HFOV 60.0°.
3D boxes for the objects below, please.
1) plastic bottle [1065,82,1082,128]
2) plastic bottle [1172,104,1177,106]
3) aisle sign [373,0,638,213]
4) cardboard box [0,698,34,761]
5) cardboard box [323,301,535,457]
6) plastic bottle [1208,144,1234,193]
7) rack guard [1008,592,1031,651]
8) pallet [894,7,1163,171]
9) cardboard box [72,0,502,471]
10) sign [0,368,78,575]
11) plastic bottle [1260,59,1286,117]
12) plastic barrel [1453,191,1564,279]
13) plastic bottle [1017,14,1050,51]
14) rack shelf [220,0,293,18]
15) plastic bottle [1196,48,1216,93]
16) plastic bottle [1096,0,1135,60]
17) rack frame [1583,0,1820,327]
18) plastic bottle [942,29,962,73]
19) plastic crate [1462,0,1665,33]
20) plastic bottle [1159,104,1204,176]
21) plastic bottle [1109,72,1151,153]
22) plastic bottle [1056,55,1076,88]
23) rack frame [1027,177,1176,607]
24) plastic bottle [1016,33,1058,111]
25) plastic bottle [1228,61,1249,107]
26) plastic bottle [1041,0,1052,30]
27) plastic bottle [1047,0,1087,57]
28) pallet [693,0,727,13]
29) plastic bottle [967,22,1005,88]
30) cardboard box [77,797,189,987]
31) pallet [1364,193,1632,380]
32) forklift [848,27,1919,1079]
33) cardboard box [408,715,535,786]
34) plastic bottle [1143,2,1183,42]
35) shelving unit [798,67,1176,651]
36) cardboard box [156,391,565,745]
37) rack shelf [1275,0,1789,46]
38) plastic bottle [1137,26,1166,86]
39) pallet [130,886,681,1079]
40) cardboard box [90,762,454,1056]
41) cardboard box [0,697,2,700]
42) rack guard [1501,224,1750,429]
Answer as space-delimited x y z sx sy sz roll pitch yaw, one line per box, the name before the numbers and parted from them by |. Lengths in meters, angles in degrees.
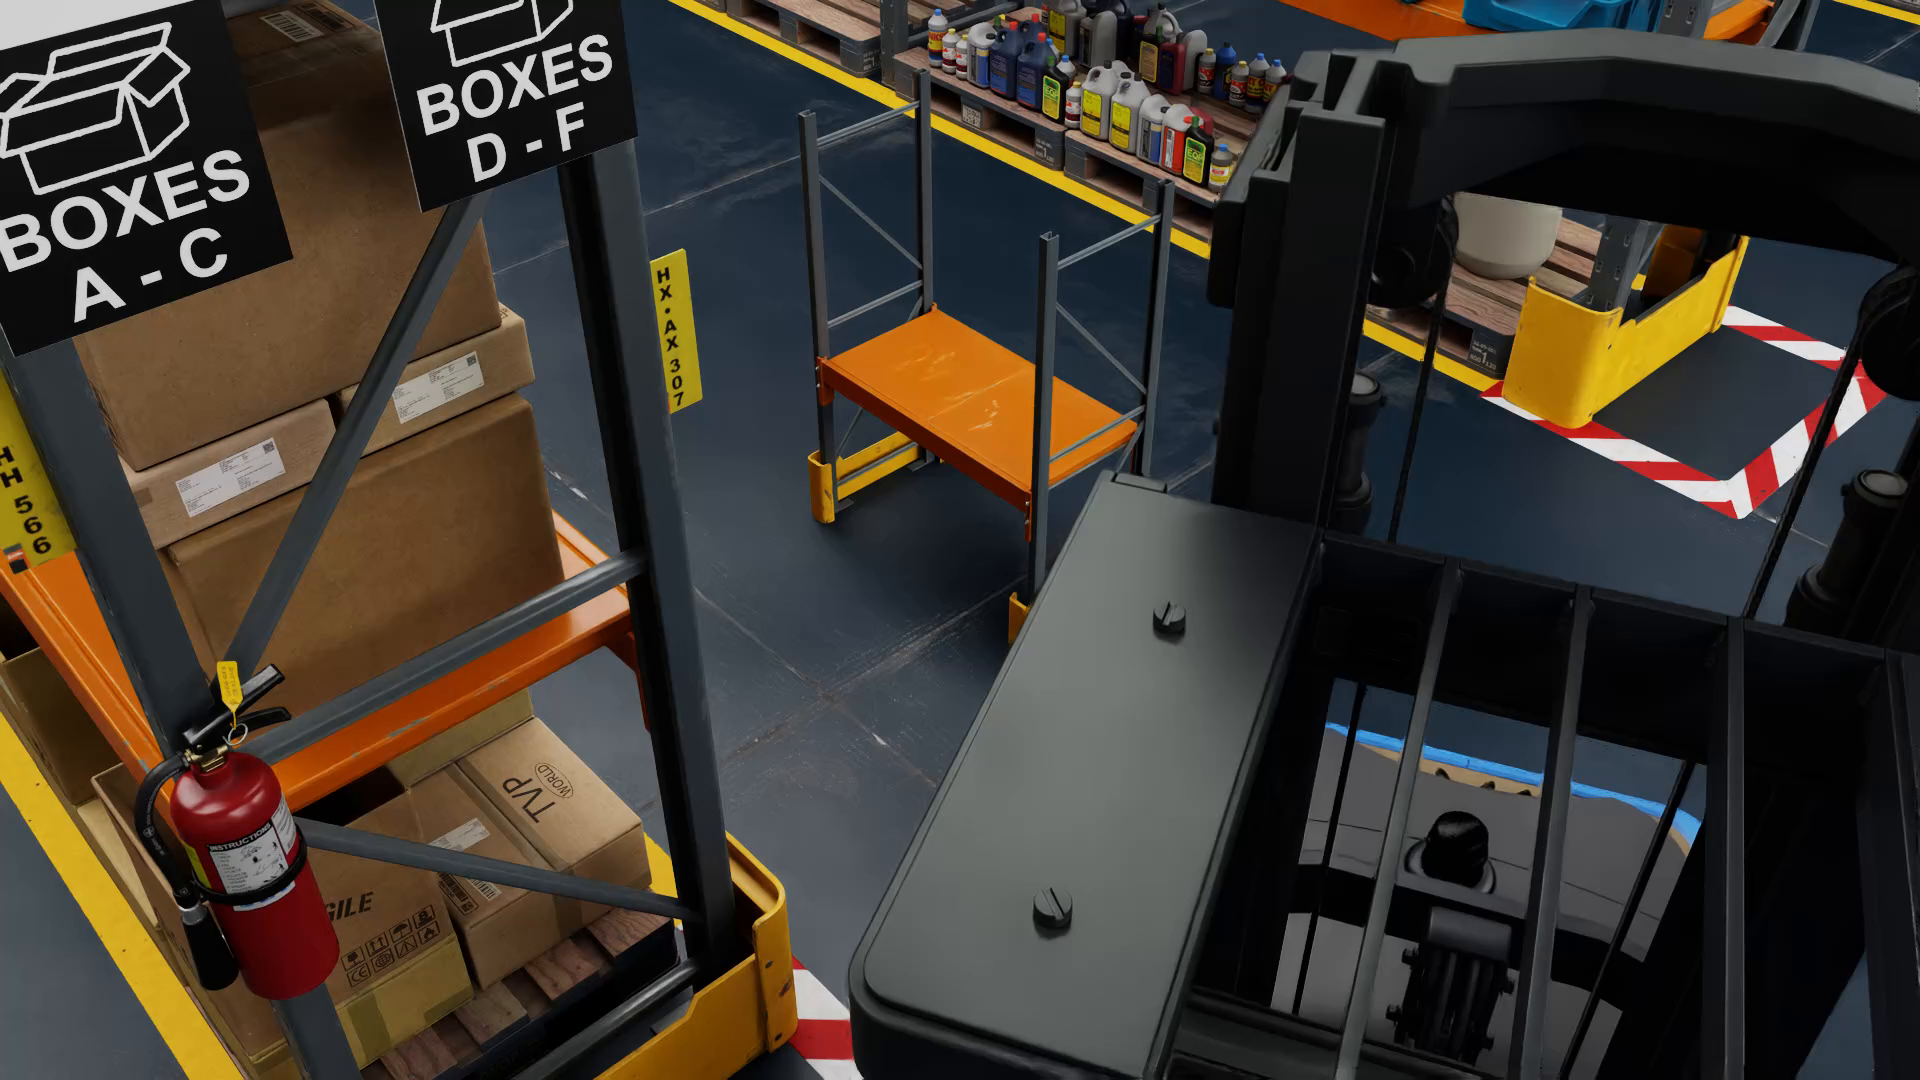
plastic bottle | 0.541 -2.037 7.762 0.097 0.201 0.097 0 39 0
plastic bottle | 0.974 -1.882 7.569 0.097 0.201 0.097 0 39 0
aisle sign | -0.677 -0.889 2.395 0.394 0.787 0.004 -30 48 -32
cardboard box | -2.551 0.317 4.825 0.500 0.250 0.500 -30 48 -32
cardboard box | -1.054 -0.342 3.191 0.380 0.149 0.250 -30 48 -32
plastic bottle | 1.139 -1.627 7.255 0.097 0.201 0.097 0 39 0
rack guard | 0.388 0.169 5.342 0.587 0.250 0.087 -30 48 -32
pallet | 0.422 -2.319 8.453 1.003 0.211 1.213 -30 48 -32
cardboard box | -1.289 -0.568 2.953 0.700 0.500 0.500 -30 48 -32
sign | -1.356 -0.096 2.372 0.100 0.325 0.005 -30 48 -32
plastic bottle | 1.475 -2.121 7.810 0.097 0.271 0.097 0 39 0
plastic barrel | 2.202 -1.349 6.679 0.421 0.512 0.421 0 39 0
plastic bottle | 0.345 -2.384 8.073 0.144 0.351 0.185 -30 48 -32
rack shelf | -2.300 -1.591 3.517 1.077 0.370 4.000 -30 48 -32
plastic bottle | 1.202 -2.281 8.064 0.097 0.201 0.097 0 39 0
plastic bottle | 0.776 -2.609 8.351 0.185 0.351 0.144 32 49 33
rack frame | 2.704 -1.881 5.692 1.000 3.000 0.127 -30 48 -32
plastic bottle | -0.040 -2.434 8.254 0.097 0.201 0.097 0 39 0
plastic crate | 2.145 -1.928 5.868 0.499 0.251 0.616 -30 48 -32
plastic bottle | 0.989 -1.785 7.390 0.152 0.276 0.135 -30 47 -31
plastic bottle | 0.780 -1.953 7.539 0.144 0.351 0.185 -28 47 -30
plastic bottle | 0.494 -2.153 7.849 0.097 0.271 0.097 0 39 0
rack frame | 0.402 -0.309 4.939 0.500 1.500 0.032 -30 48 -32
plastic bottle | 0.366 -2.236 7.889 0.185 0.351 0.144 32 49 33
plastic bottle | 1.341 -2.186 7.946 0.097 0.201 0.097 0 39 0
plastic bottle | 0.473 -2.780 8.681 0.097 0.201 0.097 0 39 0
plastic bottle | 0.540 -2.636 8.385 0.144 0.351 0.185 -30 48 -32
pallet | -1.391 -3.559 9.989 1.003 0.211 1.213 -30 48 -32
plastic bottle | 0.130 -2.372 8.118 0.152 0.276 0.135 -28 47 -30
cardboard box | -1.875 0.779 4.252 0.500 0.250 0.500 -30 48 -32
pallet | 2.072 -1.190 7.055 1.003 0.211 1.213 -30 48 -32
forklift | 0.563 1.013 2.163 1.130 2.935 3.031 13 41 15
cardboard box | -1.487 0.556 4.529 0.500 0.250 0.500 -30 48 -32
plastic bottle | 0.995 -2.459 8.166 0.144 0.351 0.185 -30 48 -32
shelving unit | 0.052 -0.548 5.235 0.587 1.500 1.083 -30 48 -32
cardboard box | -1.254 -0.038 3.331 0.700 0.500 0.500 -30 48 -32
rack shelf | 1.351 -2.527 7.064 1.077 0.370 4.000 -30 48 -32
plastic bottle | 0.937 -2.378 8.118 0.061 0.283 0.133 -30 48 -32
pallet | -1.495 0.971 4.380 1.003 0.211 1.213 -30 48 -32
cardboard box | -1.529 0.715 3.735 0.500 0.500 0.500 -30 48 -32
cardboard box | -2.553 0.026 4.587 0.500 0.500 0.500 -30 48 -32
rack guard | 2.618 -0.924 6.496 1.175 0.500 0.348 -30 48 -32
